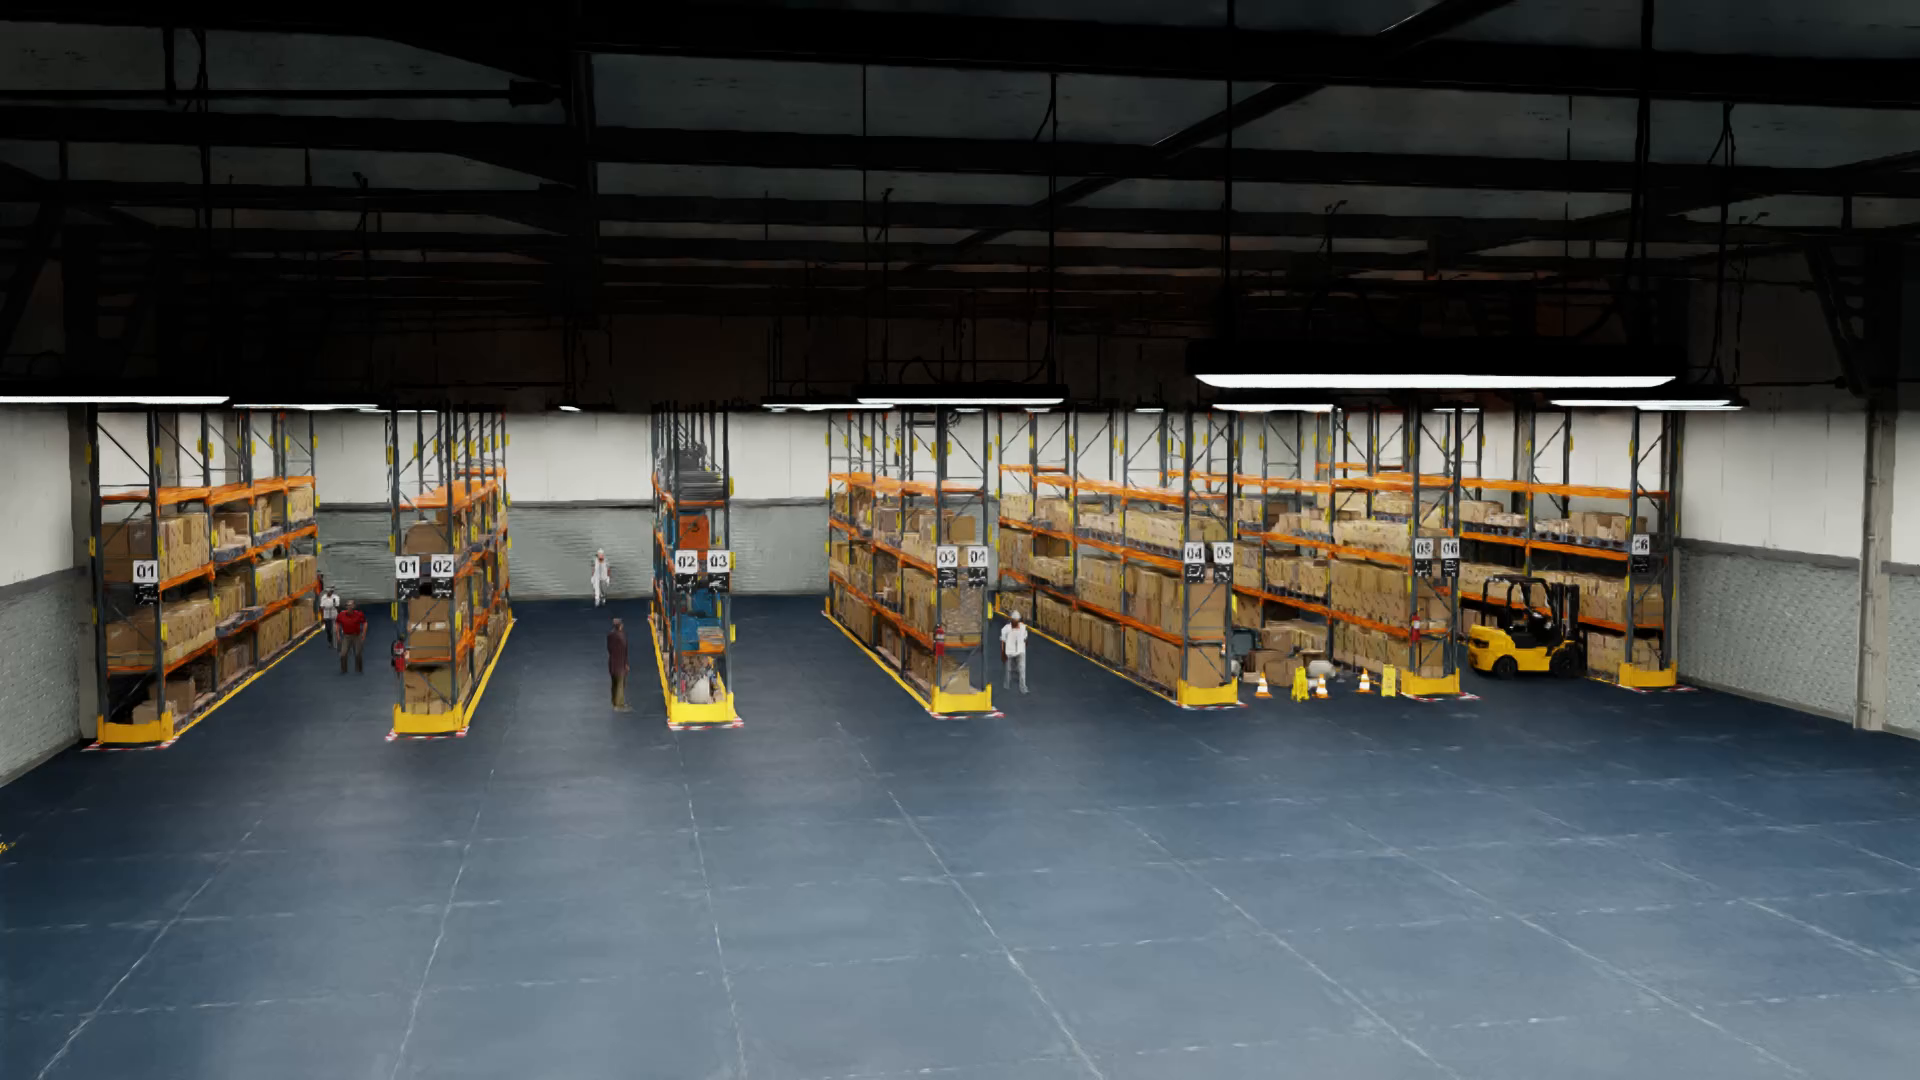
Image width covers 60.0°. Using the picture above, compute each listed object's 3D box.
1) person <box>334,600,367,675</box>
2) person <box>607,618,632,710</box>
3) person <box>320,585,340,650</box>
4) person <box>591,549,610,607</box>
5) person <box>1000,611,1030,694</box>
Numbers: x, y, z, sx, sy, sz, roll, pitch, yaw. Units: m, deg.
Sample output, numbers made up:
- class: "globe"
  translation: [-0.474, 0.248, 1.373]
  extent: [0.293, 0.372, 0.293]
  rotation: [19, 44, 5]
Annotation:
- class: "person"
  translation: [-13.363, 2.141, 36.501]
  extent: [0.682, 1.676, 0.529]
  rotation: [-1, 4, -14]
- class: "person"
  translation: [-6.582, 2.387, 32.248]
  extent: [0.514, 1.785, 0.638]
  rotation: [-4, 6, -43]
- class: "person"
  translation: [-15.323, 1.861, 40.463]
  extent: [0.455, 1.587, 1.088]
  rotation: [-1, 4, -14]
- class: "person"
  translation: [-10.699, 1.121, 49.558]
  extent: [0.550, 1.709, 1.128]
  rotation: [-1, 4, -14]
- class: "person"
  translation: [1.118, 2.294, 34.187]
  extent: [0.577, 1.687, 1.121]
  rotation: [-1, 4, -10]
